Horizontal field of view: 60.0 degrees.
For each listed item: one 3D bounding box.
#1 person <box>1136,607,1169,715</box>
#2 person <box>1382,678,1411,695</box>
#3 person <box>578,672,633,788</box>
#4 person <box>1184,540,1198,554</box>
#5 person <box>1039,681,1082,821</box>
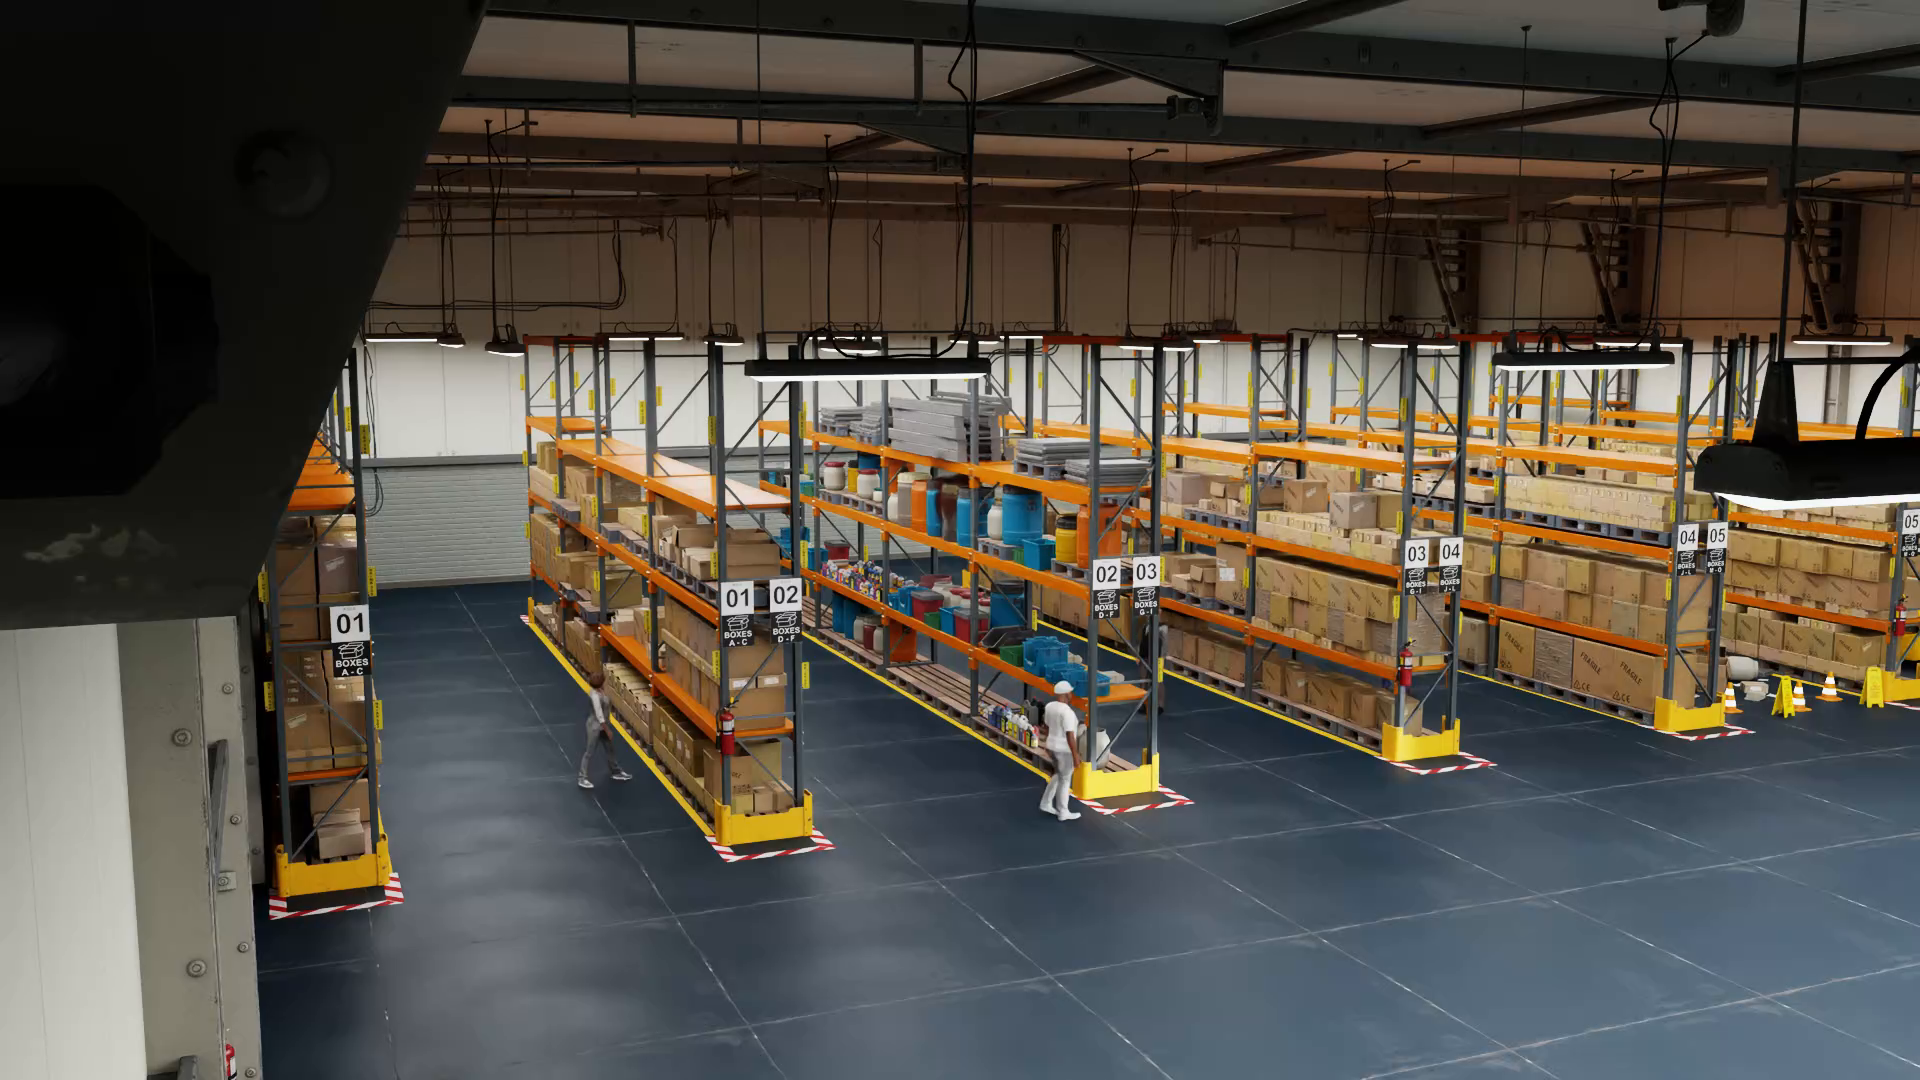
[{"bbox_3d":[3.098,1.921,26.758,0.574,1.726,0.394,6,10,39],"label":"person"},{"bbox_3d":[7.374,1.799,28.049,0.536,1.623,0.437,7,10,42],"label":"person"},{"bbox_3d":[-4.858,2.544,22.603,0.646,1.574,0.574,1,8,5],"label":"person"},{"bbox_3d":[5.752,-0.107,42.193,0.843,1.641,0.524,-6,10,-38],"label":"person"},{"bbox_3d":[1.303,2.672,21.083,0.399,1.781,0.666,-4,9,-27],"label":"person"}]
